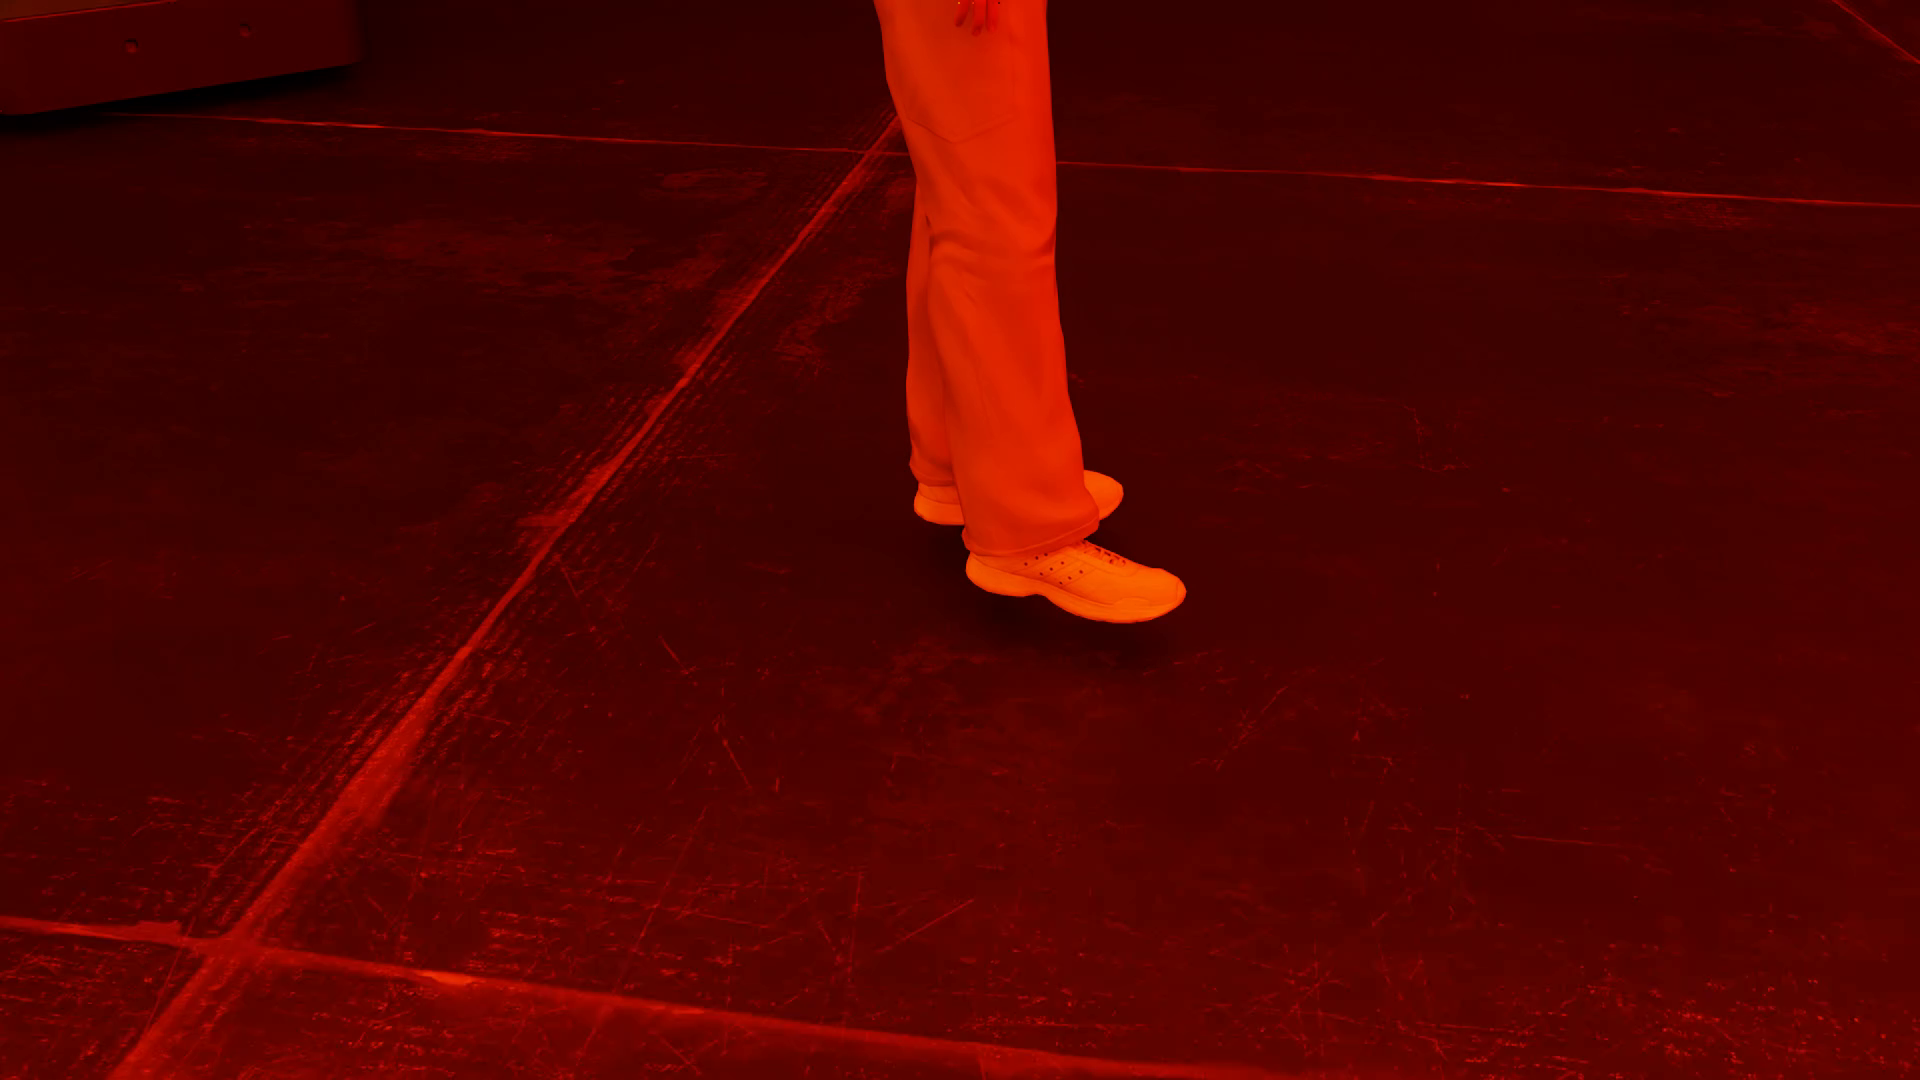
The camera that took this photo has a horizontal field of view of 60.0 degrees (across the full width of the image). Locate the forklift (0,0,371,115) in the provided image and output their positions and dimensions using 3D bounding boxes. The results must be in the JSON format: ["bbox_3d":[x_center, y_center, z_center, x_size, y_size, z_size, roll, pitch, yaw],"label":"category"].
[{"bbox_3d":[-3.077,-3.036,4.954,1.130,2.935,3.031,-22,36,-34],"label":"forklift"}]

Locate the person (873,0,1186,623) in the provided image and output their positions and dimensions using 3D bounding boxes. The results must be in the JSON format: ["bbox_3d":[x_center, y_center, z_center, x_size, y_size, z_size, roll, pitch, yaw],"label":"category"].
[{"bbox_3d":[0.070,-0.752,2.054,0.549,1.653,0.550,5,29,9],"label":"person"}]
